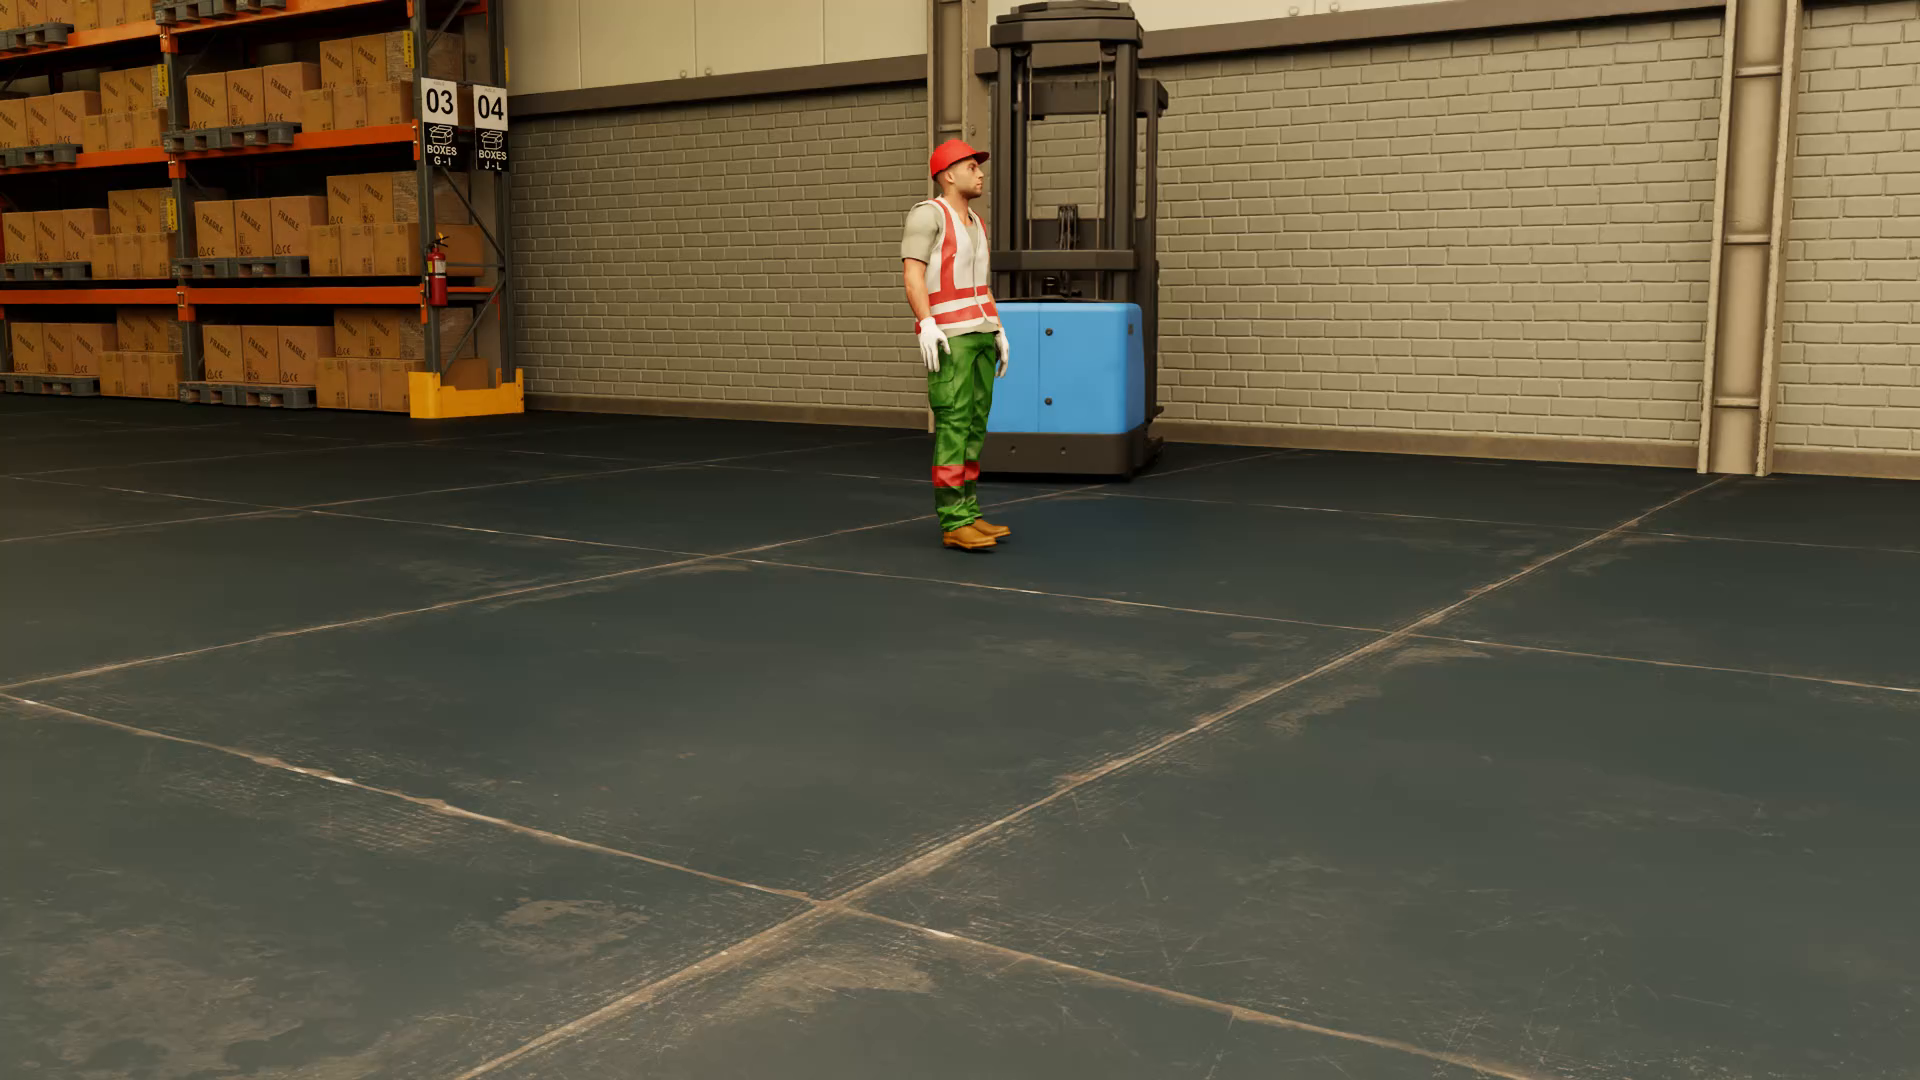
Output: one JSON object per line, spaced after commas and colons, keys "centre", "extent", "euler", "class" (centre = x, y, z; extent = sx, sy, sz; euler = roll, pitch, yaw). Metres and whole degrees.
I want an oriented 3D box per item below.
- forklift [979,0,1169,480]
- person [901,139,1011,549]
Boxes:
{"centre": [0.796, -1.986, 11.159], "extent": [1.130, 2.935, 3.031], "euler": [2, 8, 12], "class": "forklift"}
{"centre": [0.060, -0.885, 7.423], "extent": [0.564, 1.787, 0.638], "euler": [5, 10, 34], "class": "person"}
